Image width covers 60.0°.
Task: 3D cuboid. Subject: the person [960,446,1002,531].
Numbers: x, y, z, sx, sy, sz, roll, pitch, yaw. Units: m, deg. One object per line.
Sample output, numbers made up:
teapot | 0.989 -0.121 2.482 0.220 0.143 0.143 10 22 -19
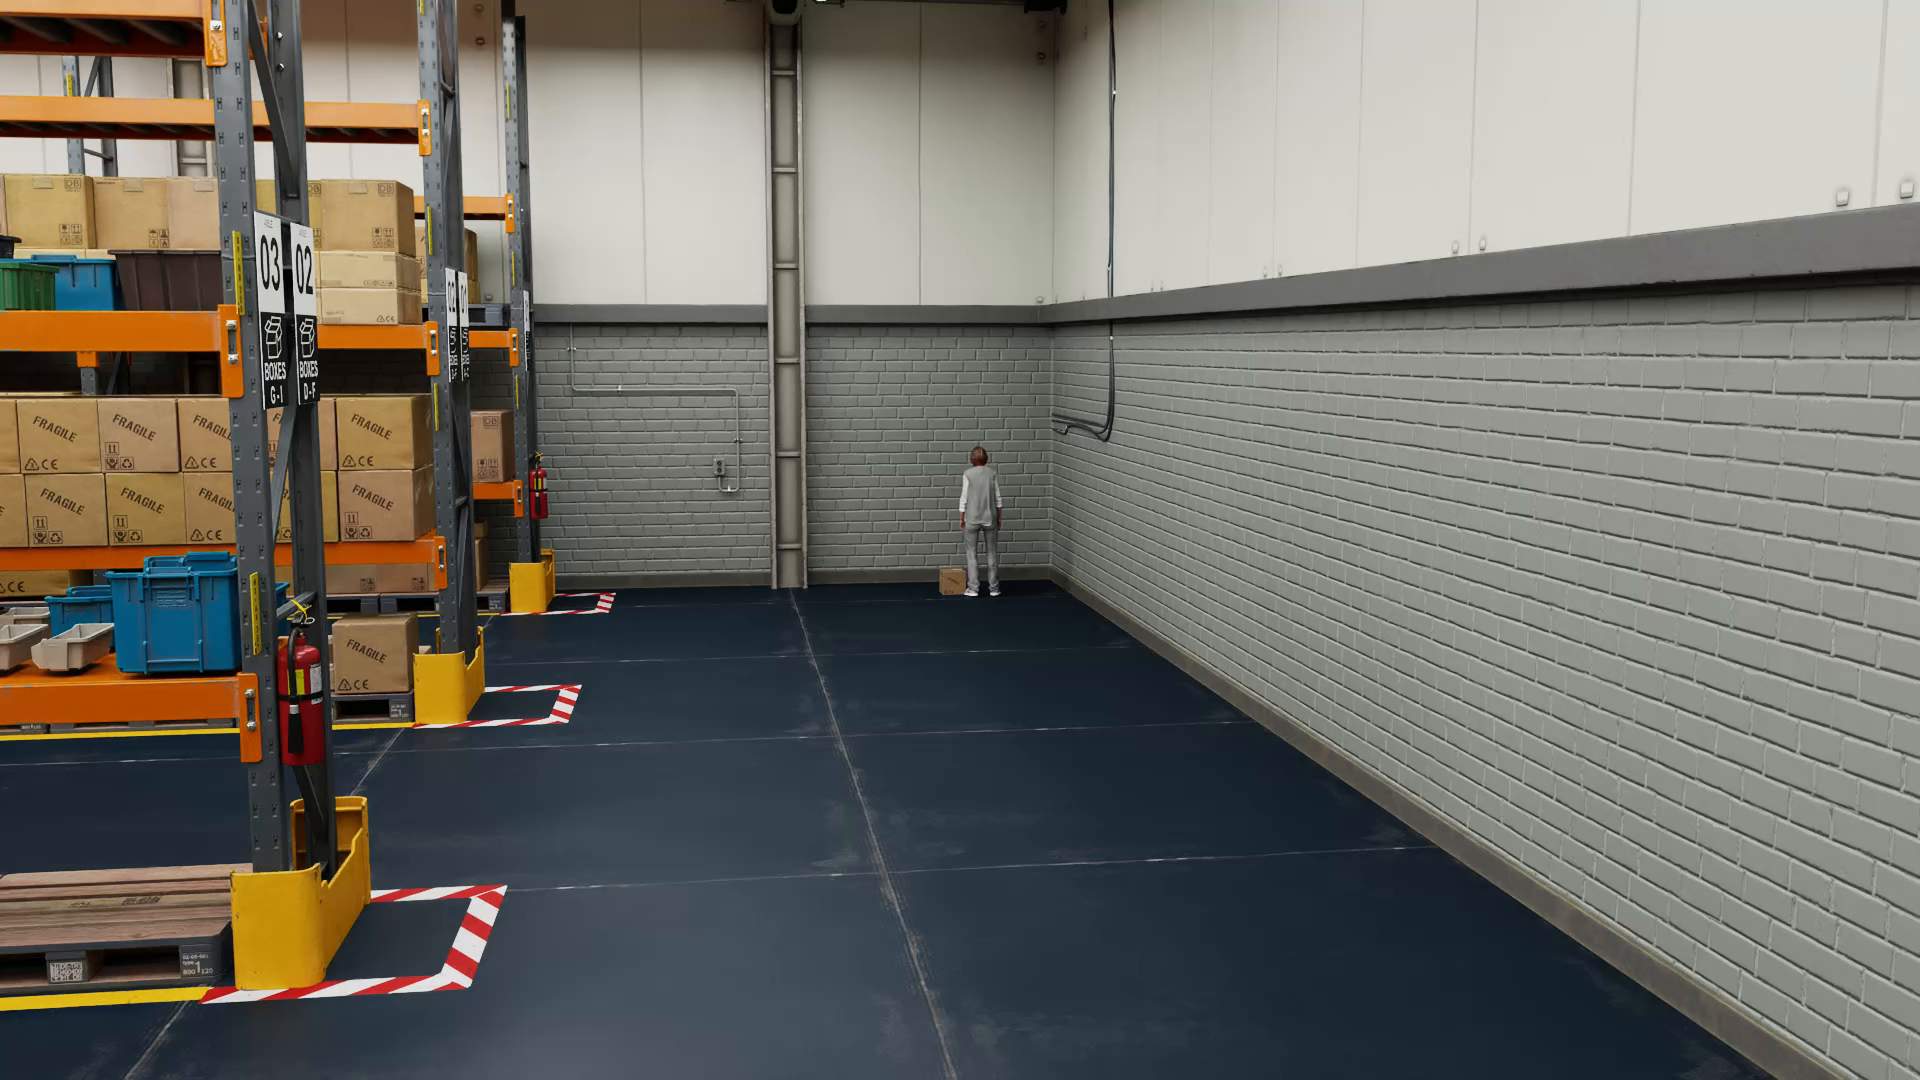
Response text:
person | 0.219 -0.535 17.648 0.459 0.908 0.326 -1 7 -8
